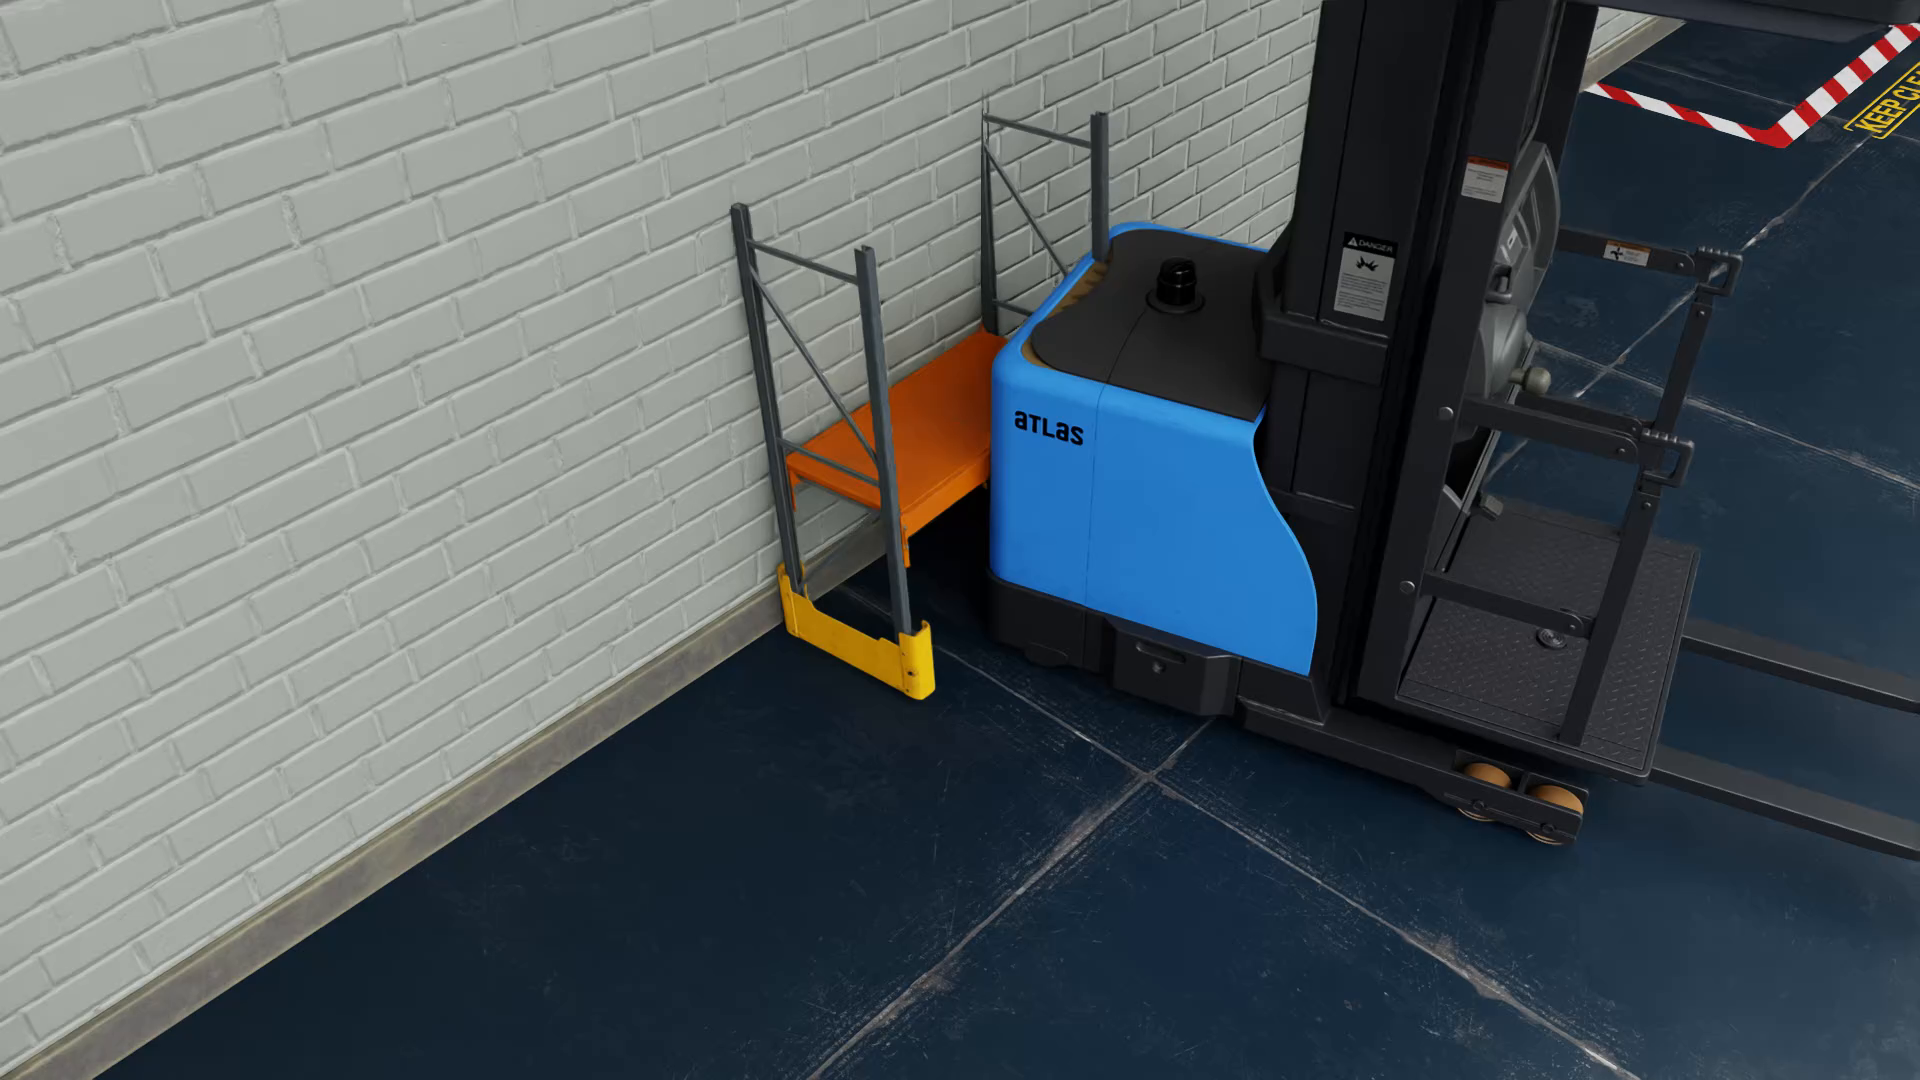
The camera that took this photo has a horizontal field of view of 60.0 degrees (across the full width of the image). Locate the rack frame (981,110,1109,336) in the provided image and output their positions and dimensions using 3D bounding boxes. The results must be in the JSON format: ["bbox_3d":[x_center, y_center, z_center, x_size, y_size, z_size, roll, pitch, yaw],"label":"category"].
[{"bbox_3d":[0.273,-0.716,5.404,0.500,1.500,0.032,24,45,33],"label":"rack frame"}]

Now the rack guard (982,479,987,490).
[{"bbox_3d":[0.308,-0.215,5.775,0.587,0.250,0.087,24,45,33],"label":"rack guard"}]

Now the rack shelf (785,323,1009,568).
[{"bbox_3d":[-0.041,-0.323,5.208,0.538,0.185,1.000,24,45,33],"label":"rack shelf"}]

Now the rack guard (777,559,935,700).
[{"bbox_3d":[-0.326,0.272,5.182,0.587,0.250,0.087,24,45,33],"label":"rack guard"}]

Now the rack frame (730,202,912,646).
[{"bbox_3d":[-0.375,-0.219,4.798,0.500,1.500,0.032,24,45,33],"label":"rack frame"}]

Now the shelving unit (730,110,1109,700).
[{"bbox_3d":[-0.045,-0.472,5.106,0.587,1.500,1.083,24,45,33],"label":"shelving unit"}]

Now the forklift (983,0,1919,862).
[{"bbox_3d":[1.628,-0.672,4.241,3.031,2.935,1.130,17,42,20],"label":"forklift"}]
